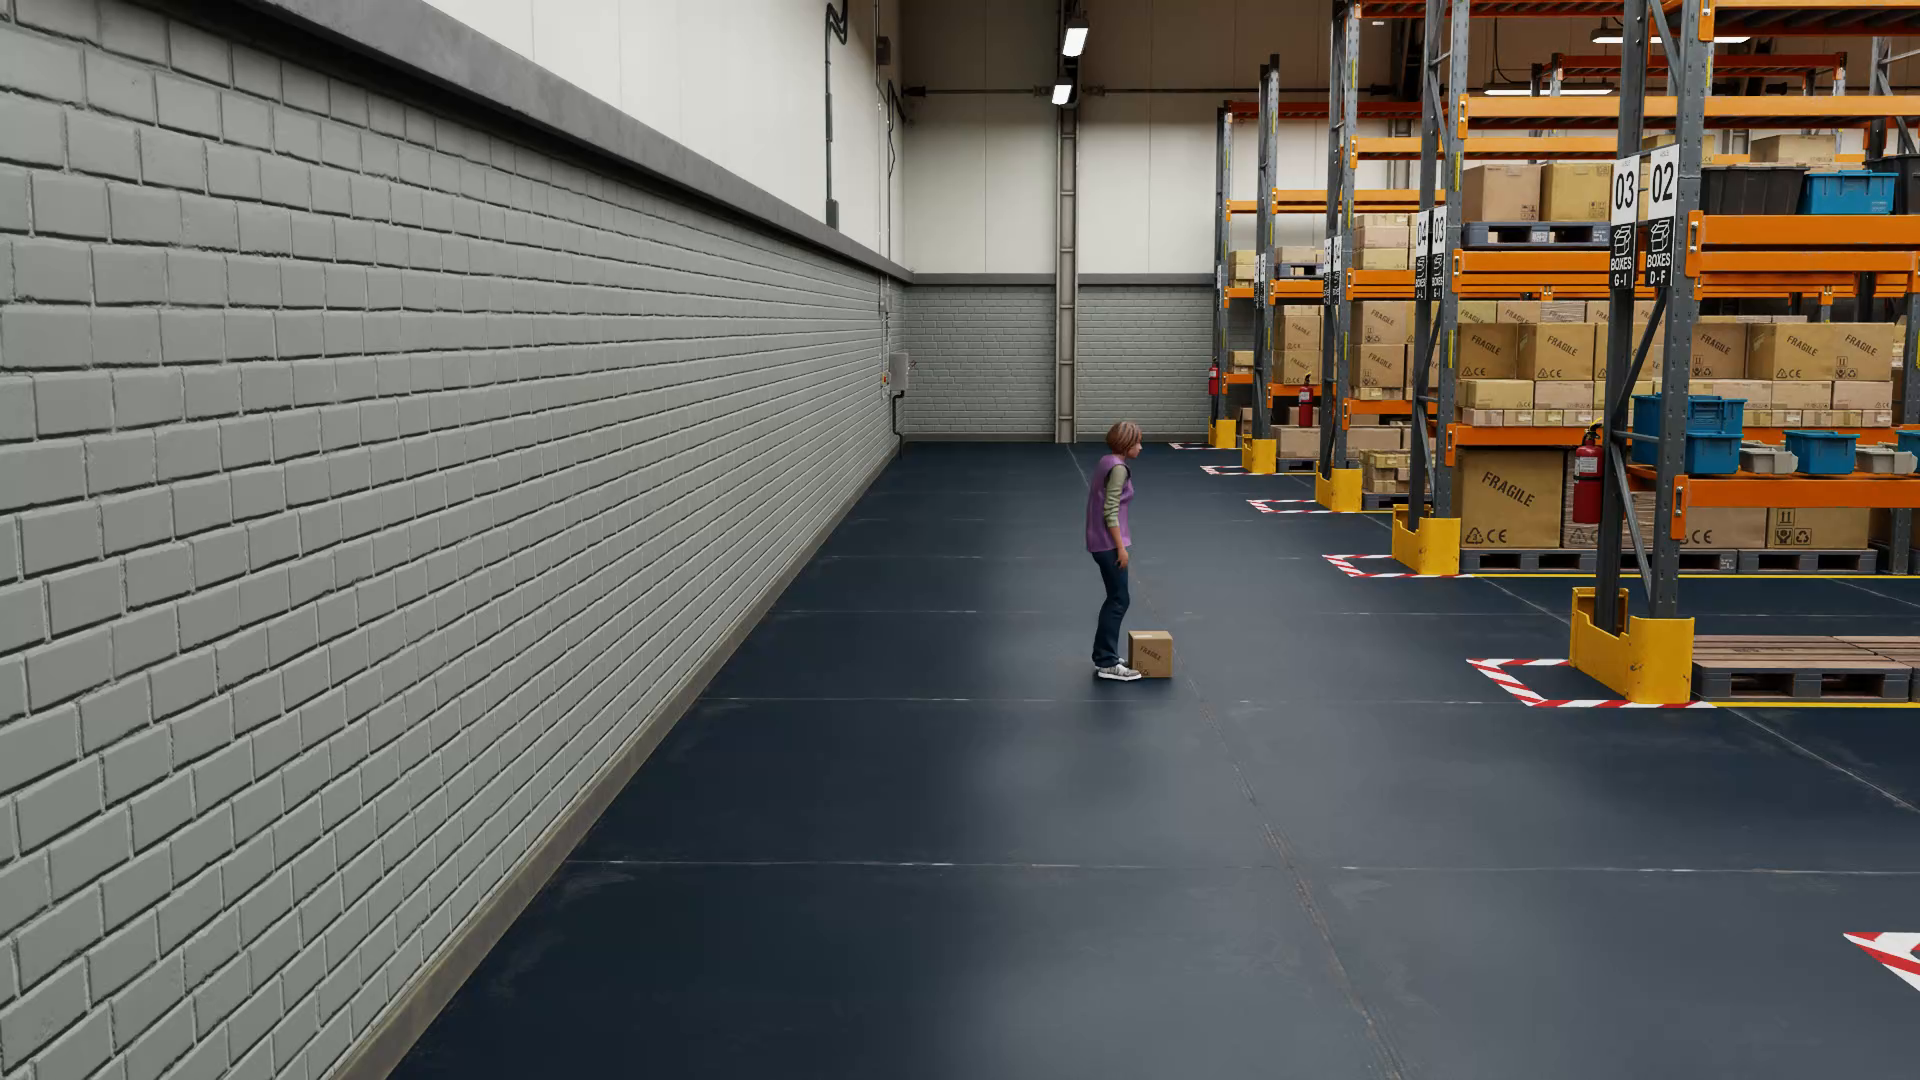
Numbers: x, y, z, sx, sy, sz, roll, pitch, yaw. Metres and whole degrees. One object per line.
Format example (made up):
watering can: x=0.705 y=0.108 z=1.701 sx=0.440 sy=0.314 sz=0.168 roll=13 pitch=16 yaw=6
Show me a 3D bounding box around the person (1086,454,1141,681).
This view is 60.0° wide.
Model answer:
person: x=2.303 y=-0.103 z=5.431 sx=3.307 sy=3.194 sz=10.188 roll=0 pitch=7 yaw=2
